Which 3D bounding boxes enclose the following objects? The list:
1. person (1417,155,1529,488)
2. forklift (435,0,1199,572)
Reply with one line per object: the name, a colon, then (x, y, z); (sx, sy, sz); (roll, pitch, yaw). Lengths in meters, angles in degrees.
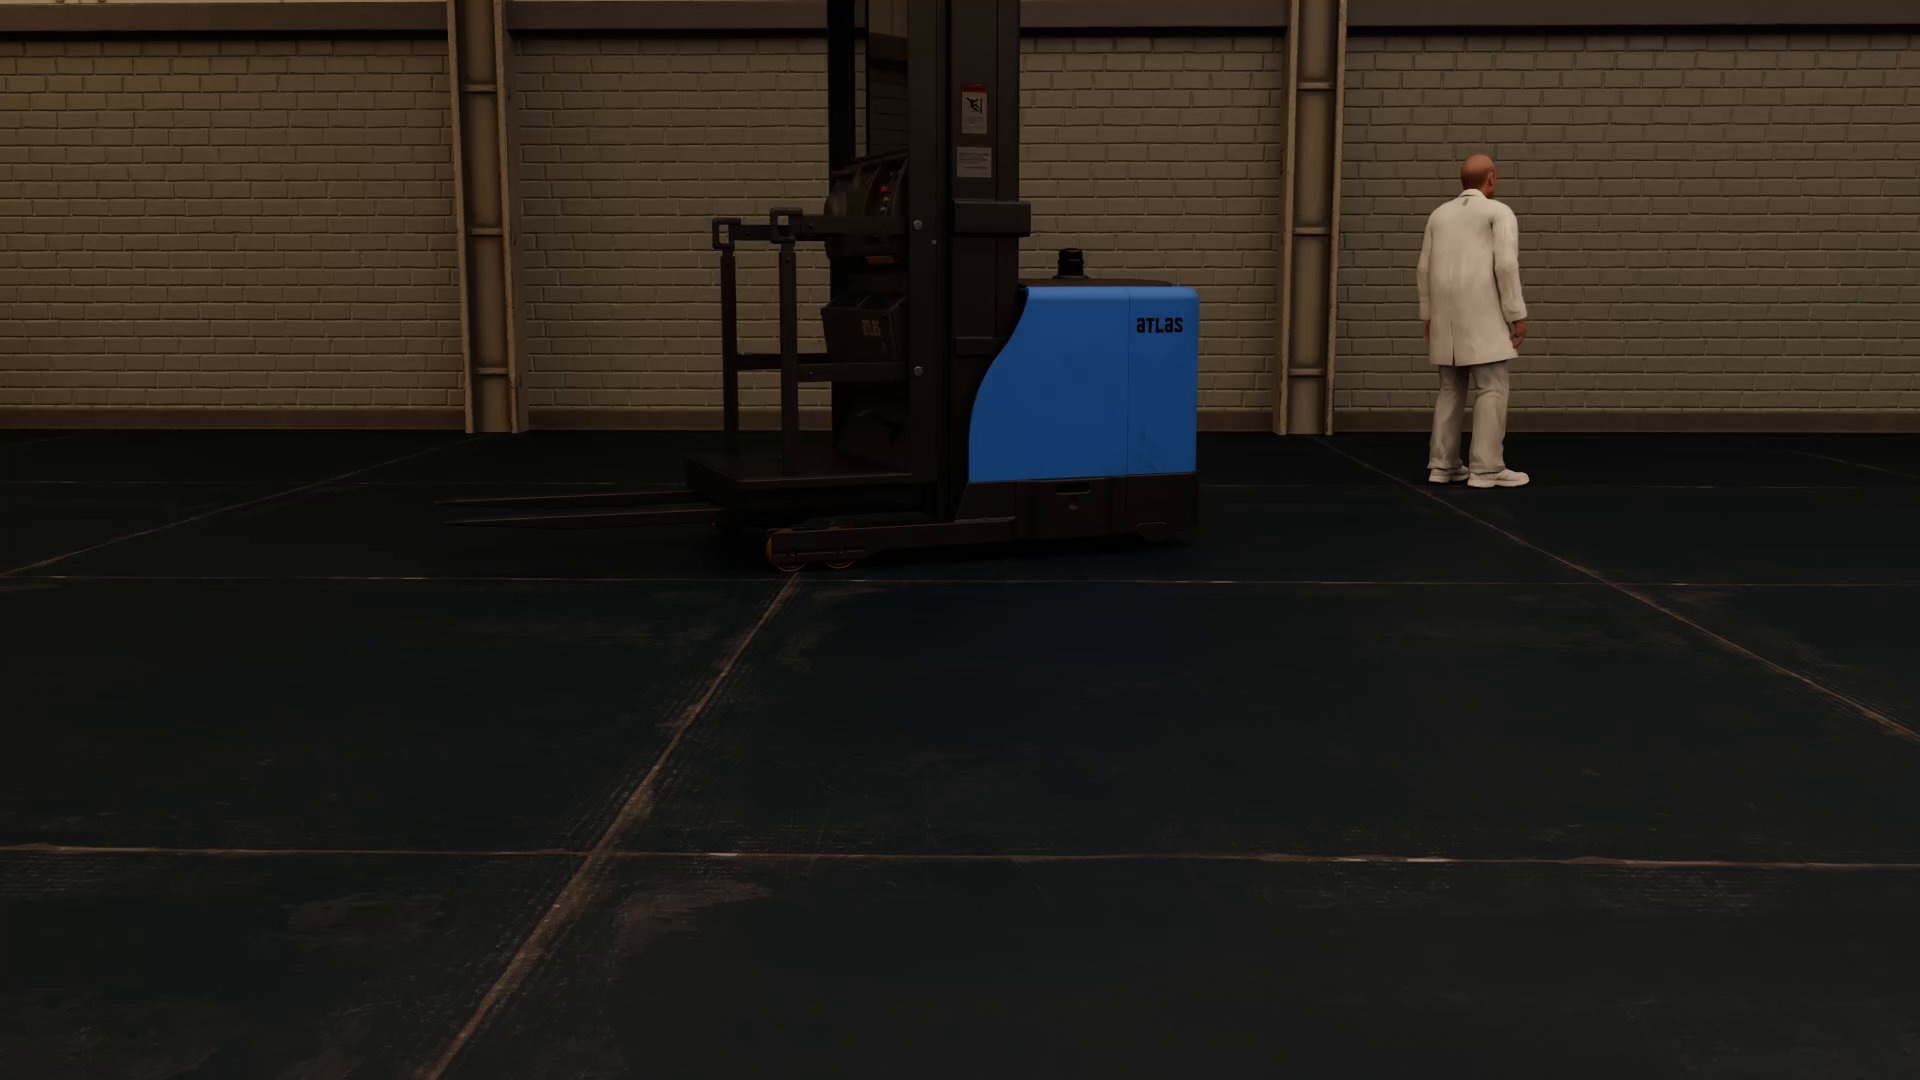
person: (2.773, -1.189, 9.035); (0.425, 1.775, 0.656); (-7, 11, -37)
forklift: (-0.569, -1.416, 6.694); (3.031, 2.935, 1.130); (-3, 9, -20)
